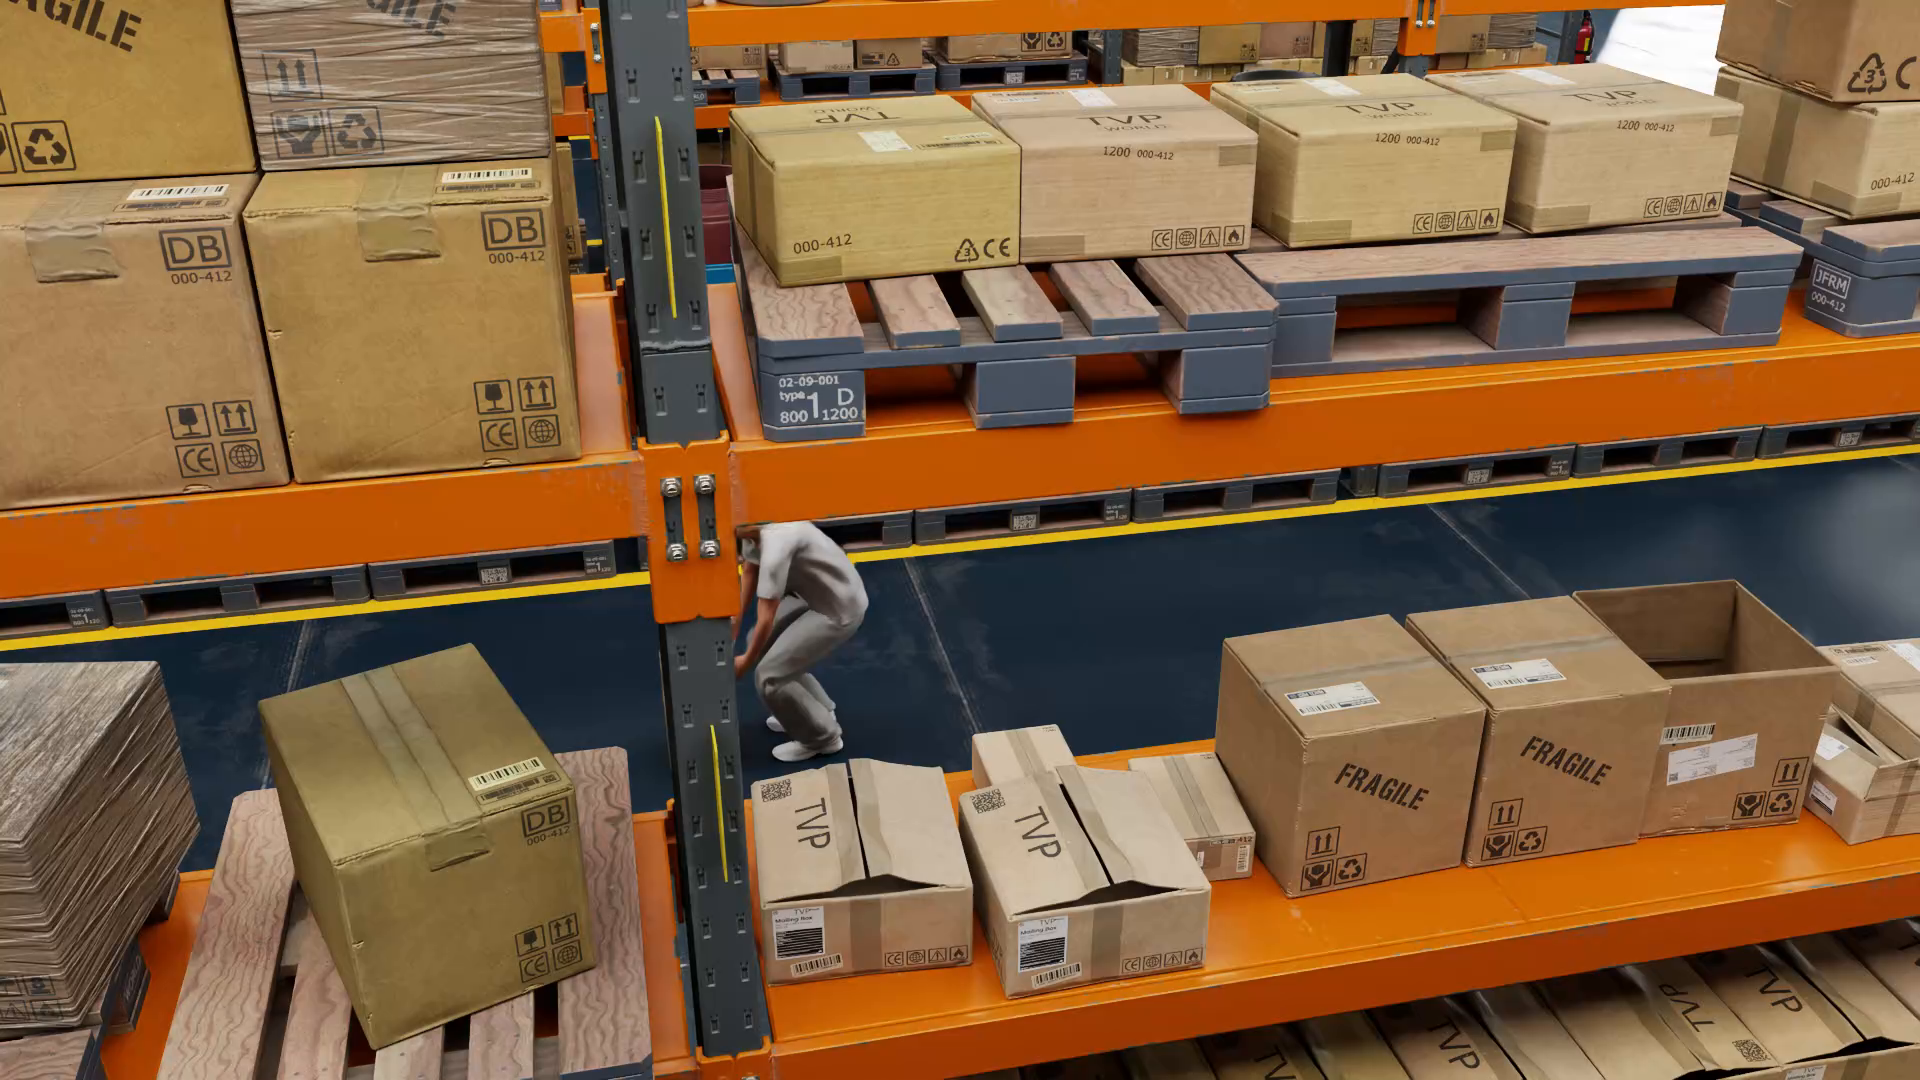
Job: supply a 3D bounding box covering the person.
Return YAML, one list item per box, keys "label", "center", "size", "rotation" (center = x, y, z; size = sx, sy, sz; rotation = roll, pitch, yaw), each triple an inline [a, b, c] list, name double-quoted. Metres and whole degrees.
- label: "person"
  center: [-0.725, 0.322, 6.926]
  size: [0.693, 1.278, 0.493]
  rotation: [-6, 27, -11]
